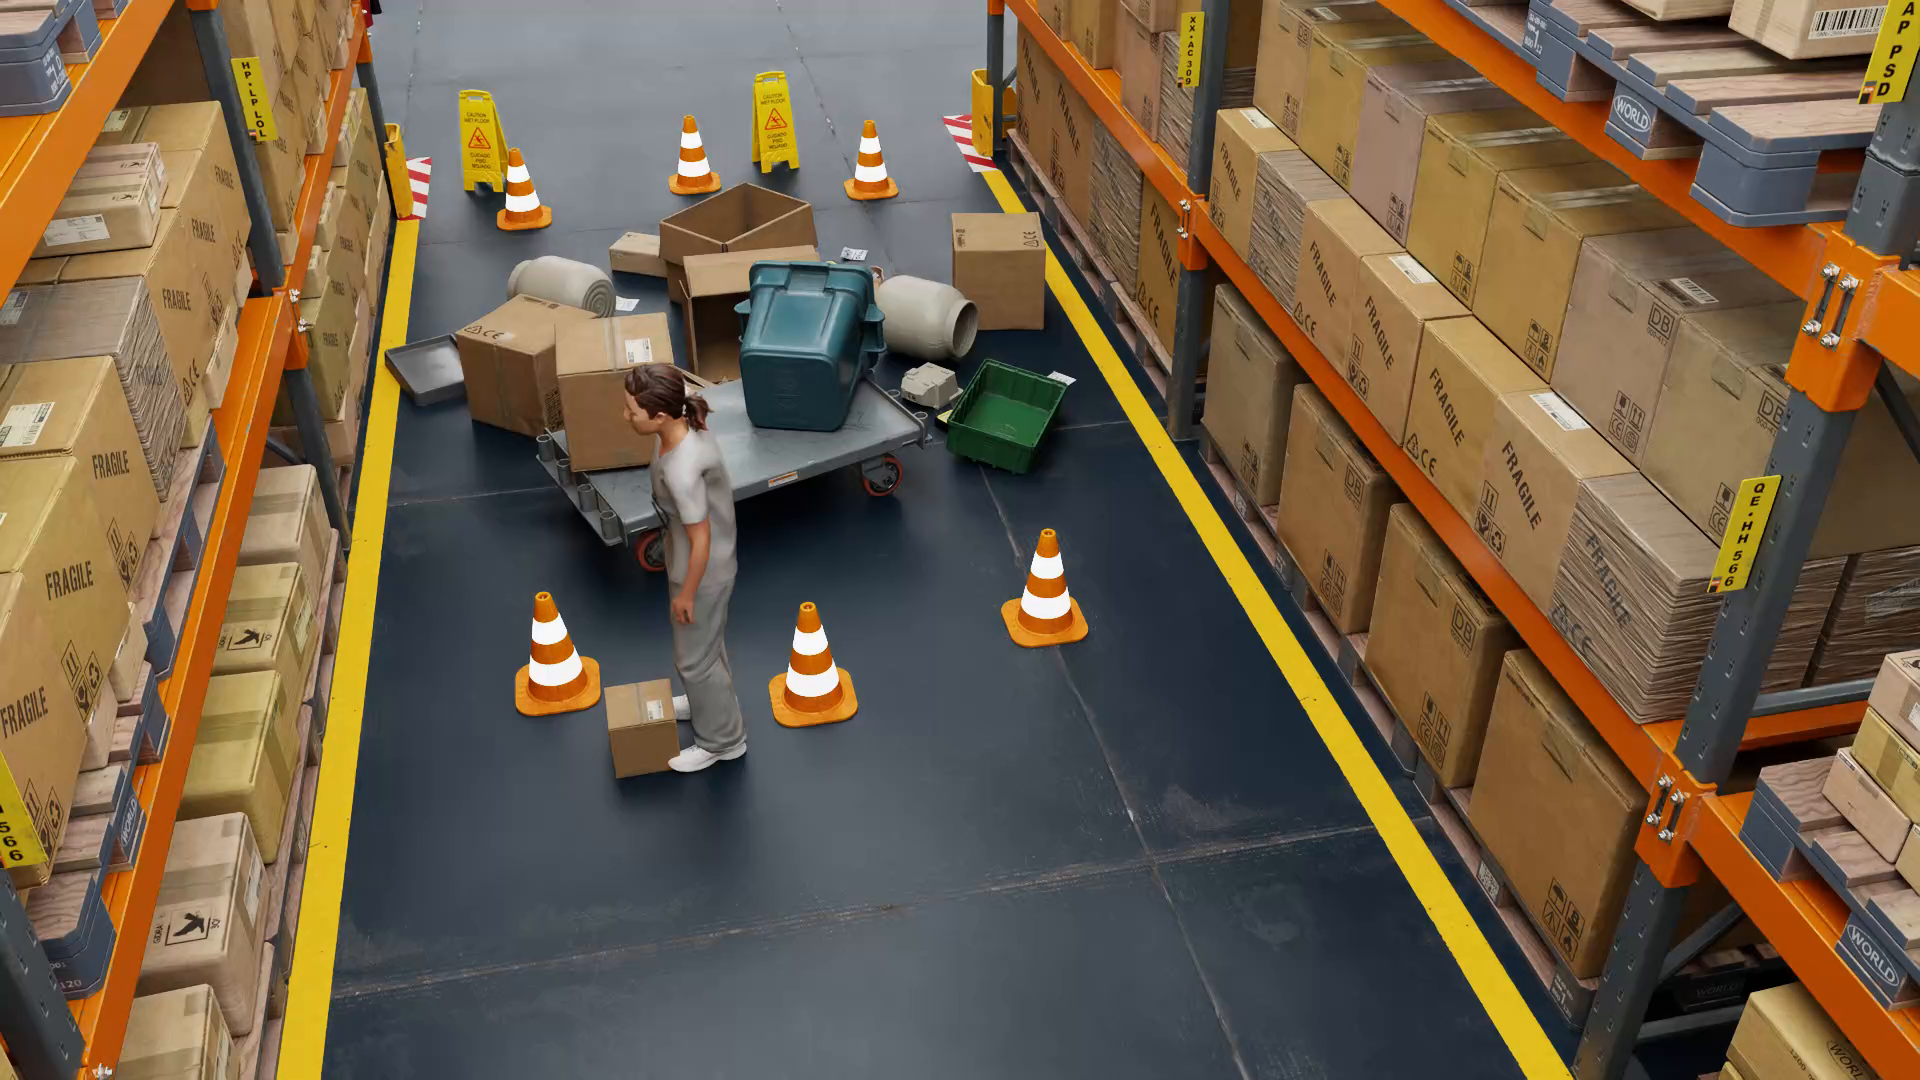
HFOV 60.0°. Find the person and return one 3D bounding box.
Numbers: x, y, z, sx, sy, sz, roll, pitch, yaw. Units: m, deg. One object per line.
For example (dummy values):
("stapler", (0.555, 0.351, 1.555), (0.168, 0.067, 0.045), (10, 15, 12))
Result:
("person", (-0.974, 0.095, 6.006), (0.356, 1.673, 0.487), (-7, 35, -10))
